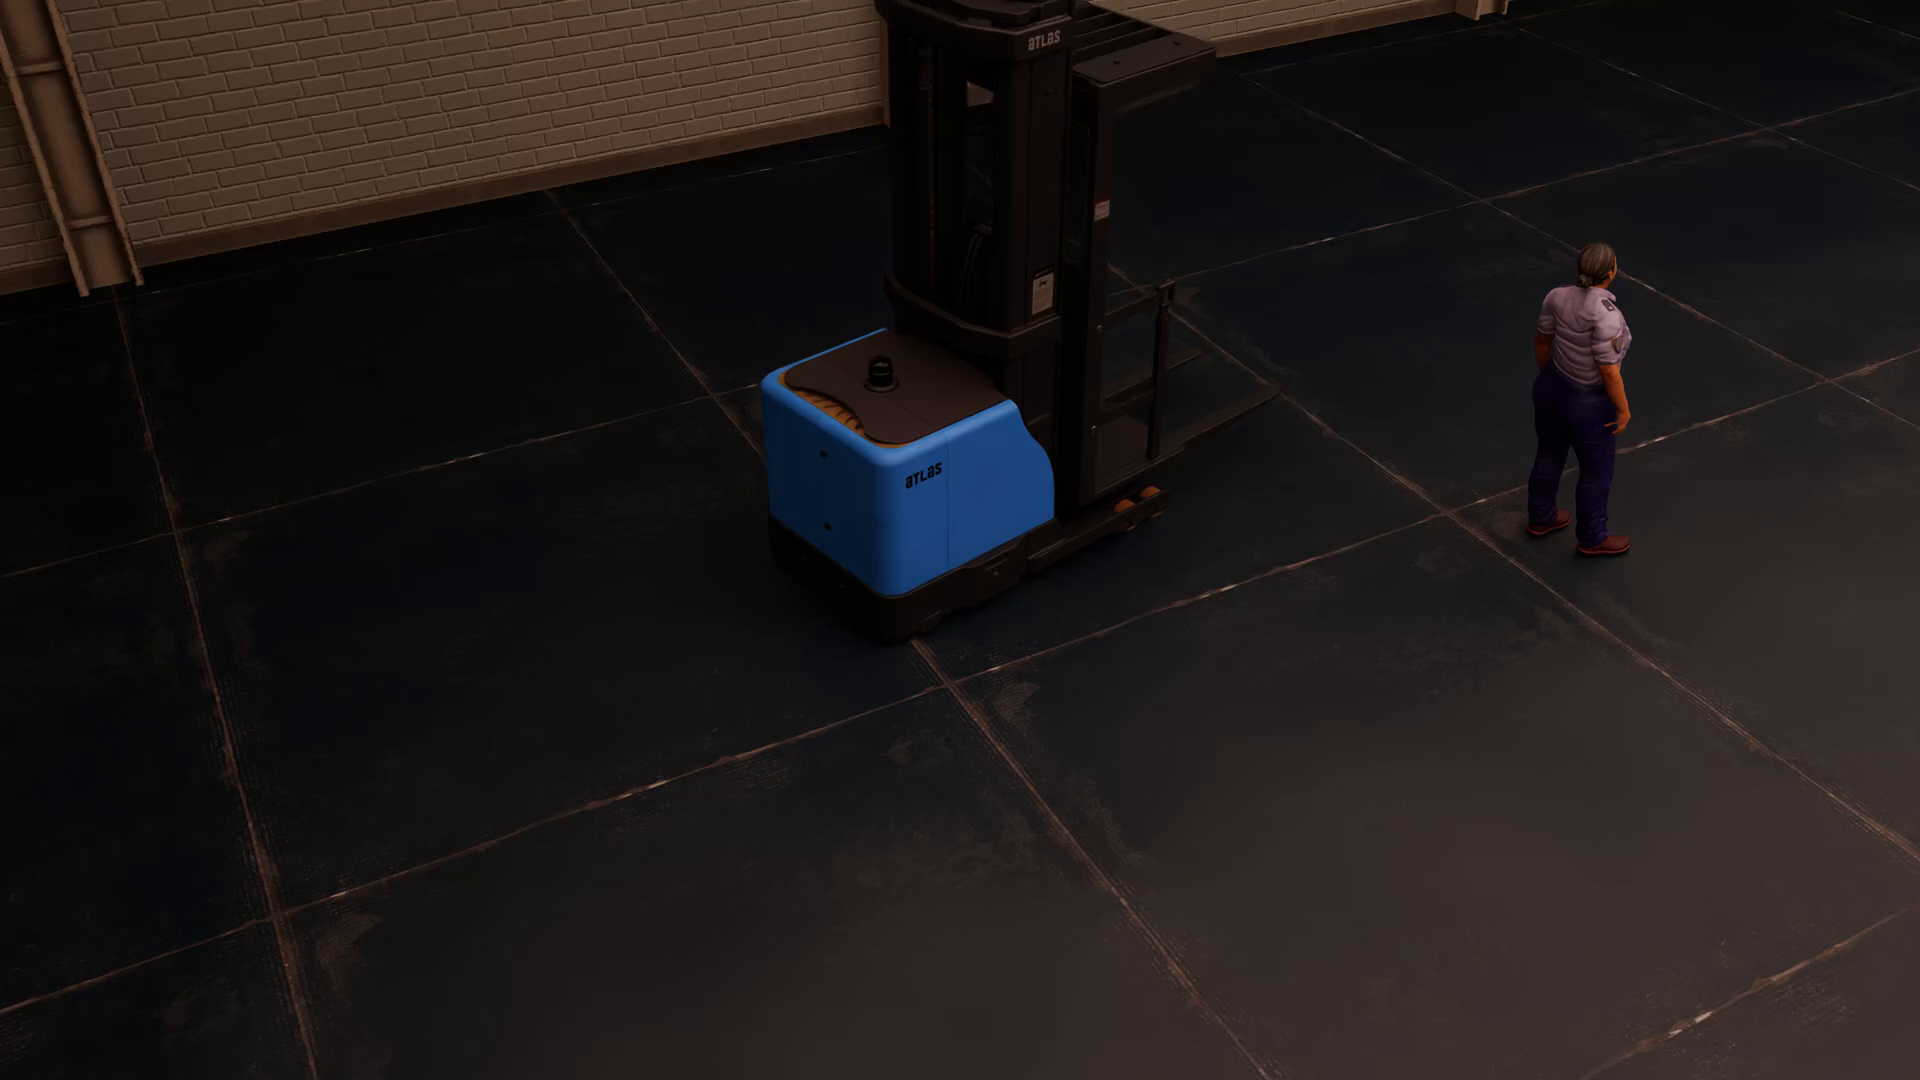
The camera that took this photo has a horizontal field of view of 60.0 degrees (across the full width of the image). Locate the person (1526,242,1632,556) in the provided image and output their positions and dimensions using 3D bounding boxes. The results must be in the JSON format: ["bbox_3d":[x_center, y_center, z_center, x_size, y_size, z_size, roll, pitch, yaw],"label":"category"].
[{"bbox_3d":[3.127,-0.713,8.230,0.502,1.651,0.597,-17,38,-22],"label":"person"}]

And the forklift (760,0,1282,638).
[{"bbox_3d":[0.475,-1.446,8.169,3.031,2.935,1.130,-26,43,-32],"label":"forklift"}]
